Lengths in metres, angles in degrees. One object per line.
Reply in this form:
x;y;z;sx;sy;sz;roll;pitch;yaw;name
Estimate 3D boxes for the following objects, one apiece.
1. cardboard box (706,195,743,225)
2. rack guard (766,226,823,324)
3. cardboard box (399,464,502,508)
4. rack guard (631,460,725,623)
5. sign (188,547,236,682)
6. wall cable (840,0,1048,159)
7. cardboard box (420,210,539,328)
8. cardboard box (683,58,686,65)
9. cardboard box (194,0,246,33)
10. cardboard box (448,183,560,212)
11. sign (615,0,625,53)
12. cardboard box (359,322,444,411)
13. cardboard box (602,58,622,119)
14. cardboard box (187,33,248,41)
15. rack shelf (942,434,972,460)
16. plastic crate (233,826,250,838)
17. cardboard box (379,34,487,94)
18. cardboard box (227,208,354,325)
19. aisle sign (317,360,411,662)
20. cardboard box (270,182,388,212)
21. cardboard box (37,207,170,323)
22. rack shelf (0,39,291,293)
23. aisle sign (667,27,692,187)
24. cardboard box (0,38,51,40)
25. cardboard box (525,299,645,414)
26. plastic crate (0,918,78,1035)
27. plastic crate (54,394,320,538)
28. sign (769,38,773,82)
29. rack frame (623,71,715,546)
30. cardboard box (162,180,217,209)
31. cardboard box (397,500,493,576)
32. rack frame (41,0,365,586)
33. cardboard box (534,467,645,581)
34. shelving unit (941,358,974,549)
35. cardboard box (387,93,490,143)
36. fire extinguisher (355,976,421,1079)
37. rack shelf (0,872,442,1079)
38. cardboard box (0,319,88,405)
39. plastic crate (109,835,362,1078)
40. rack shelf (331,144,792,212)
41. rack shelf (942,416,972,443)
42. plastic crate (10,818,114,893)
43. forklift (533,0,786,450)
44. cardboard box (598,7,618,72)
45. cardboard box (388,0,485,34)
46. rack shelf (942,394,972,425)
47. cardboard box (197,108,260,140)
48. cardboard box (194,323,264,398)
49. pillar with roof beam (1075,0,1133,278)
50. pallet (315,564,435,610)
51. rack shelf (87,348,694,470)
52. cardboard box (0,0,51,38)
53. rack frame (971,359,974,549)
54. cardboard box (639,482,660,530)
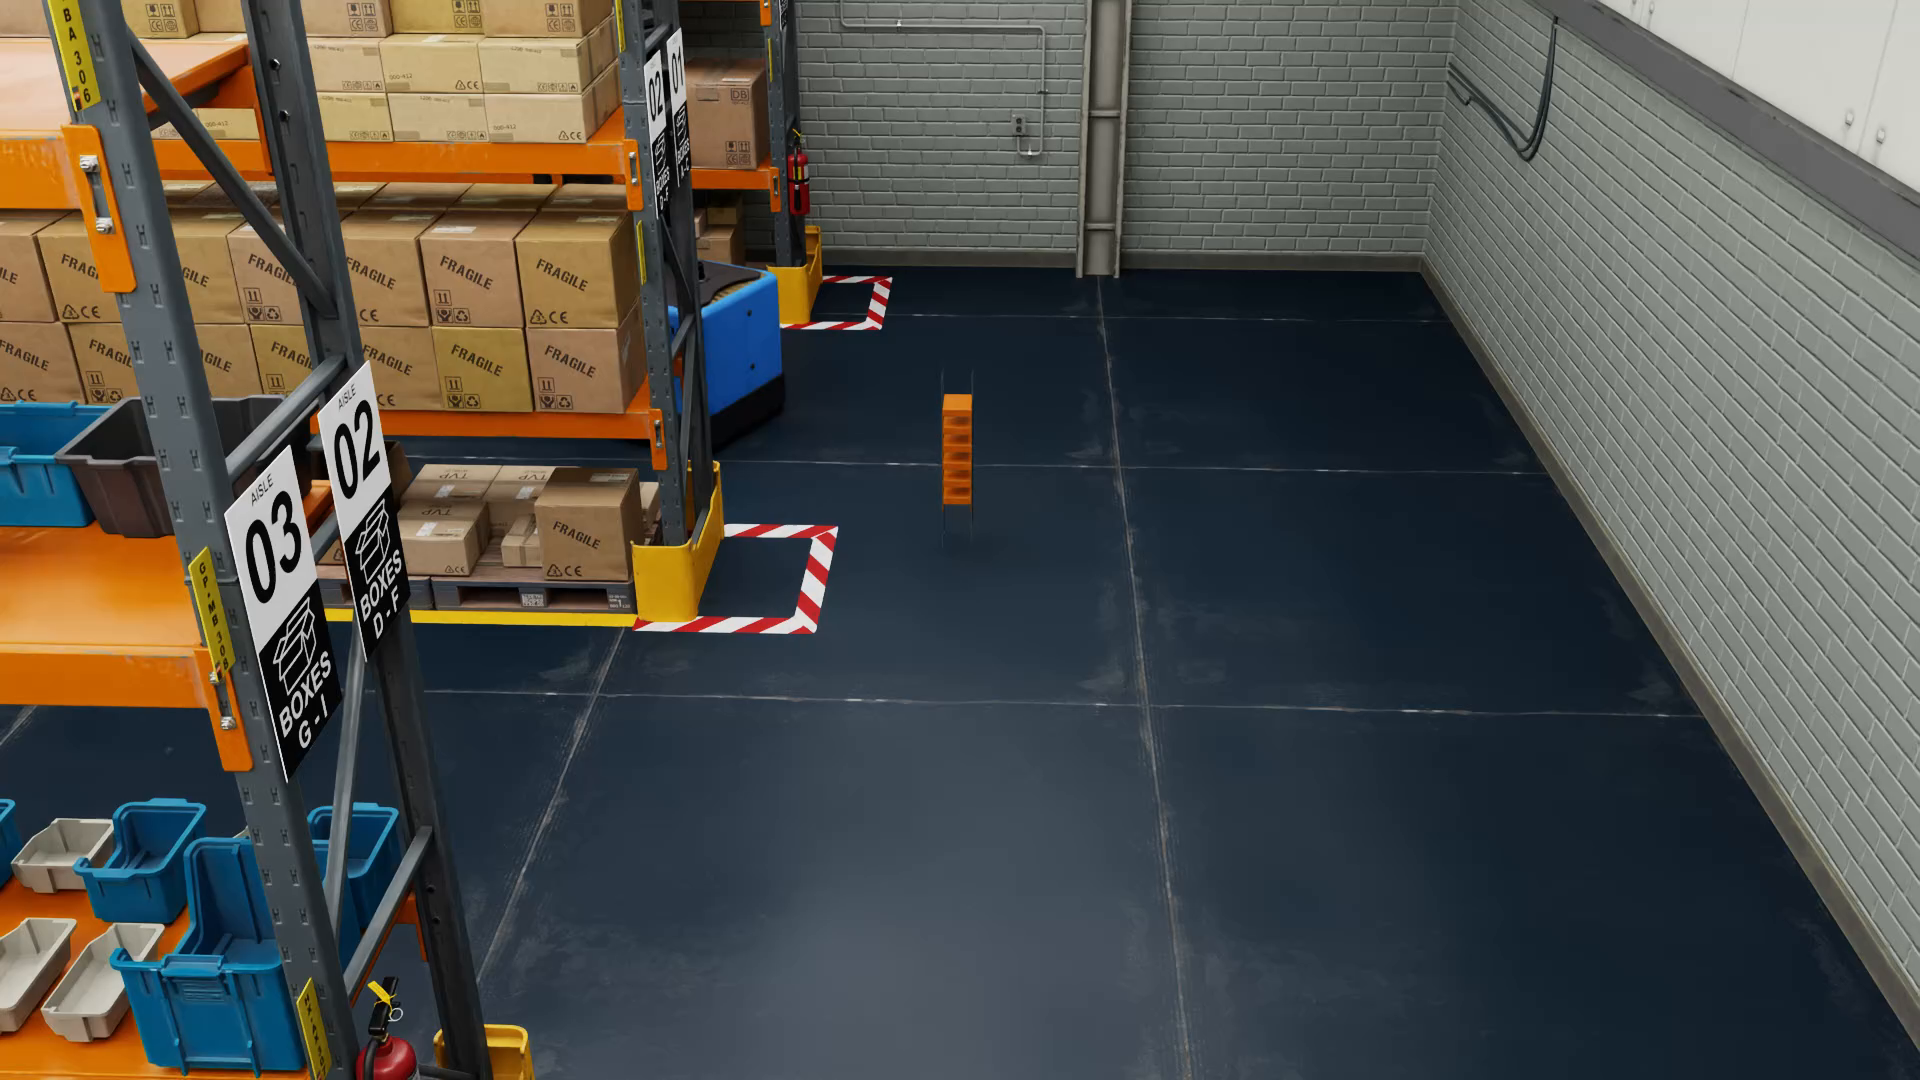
-2.033;-2.858;14.392;0.250;0.149;0.380;1;28;2;cardboard box
-1.438;-2.329;14.535;0.348;0.500;1.175;1;28;2;rack guard
-3.166;-0.253;10.416;0.500;0.250;0.500;1;28;2;cardboard box
-1.709;-0.012;10.164;0.348;0.500;1.175;1;28;2;rack guard
-1.815;0.182;4.038;0.005;0.325;0.100;1;28;2;sign
-0.149;-4.304;14.508;1.851;1.984;0.084;1;28;2;wall cable
-2.593;-1.488;9.105;0.500;0.500;0.500;2;28;3;cardboard box
-2.700;-3.577;13.900;0.700;0.700;0.980;1;28;1;cardboard box
-3.644;-2.985;8.727;0.500;0.500;0.700;1;28;2;cardboard box
-2.590;-1.737;9.575;0.500;0.500;0.500;1;28;2;cardboard box
-1.673;-2.572;8.177;0.005;0.325;0.100;1;28;2;sign
-3.107;-1.057;9.360;0.500;0.500;0.500;1;28;2;cardboard box
-2.138;-2.502;9.149;0.500;0.250;0.500;1;28;2;cardboard box
-3.655;-2.507;8.627;0.500;0.250;0.500;1;28;2;cardboard box
-0.014;-0.597;10.359;0.180;0.103;0.258;1;28;2;rack shelf
-2.365;1.091;5.632;0.298;0.136;0.250;1;28;2;plastic crate
-2.655;-2.492;8.598;0.500;0.250;0.500;1;28;2;cardboard box
-3.624;-1.502;9.133;0.500;0.500;0.500;2;28;3;cardboard box
-1.729;-0.083;4.854;0.004;0.787;0.394;1;28;2;aisle sign
-3.598;-1.755;9.610;0.500;0.500;0.500;1;28;1;cardboard box
-4.654;-1.519;9.164;0.500;0.500;0.500;0;28;0;cardboard box
-3.811;-0.986;4.122;4.000;0.370;1.077;1;28;2;rack shelf
-1.555;-2.400;9.224;0.004;0.787;0.394;1;28;2;aisle sign
-4.654;-2.529;8.668;0.500;0.250;0.500;1;28;2;cardboard box
-2.090;-1.039;9.326;0.500;0.500;0.500;2;28;3;cardboard box
-2.922;1.353;5.138;0.243;0.136;0.396;1;28;2;plastic crate
-2.187;-0.201;4.789;0.590;0.269;0.497;1;28;2;plastic crate
-1.495;-3.796;13.145;0.005;0.325;0.100;1;28;2;sign
-1.633;-1.115;9.576;0.127;3.000;1.000;1;28;2;rack frame
-4.604;-1.773;9.643;0.500;0.500;0.500;0;28;1;cardboard box
-3.134;-0.018;9.973;0.500;0.250;0.500;1;28;2;cardboard box
-1.812;-1.447;3.797;0.127;3.000;1.000;1;28;2;rack frame
-2.185;-0.099;9.858;0.500;0.500;0.500;1;28;2;cardboard box
-0.014;-0.530;10.395;0.189;1.200;0.258;1;28;2;shelving unit
-2.655;-2.273;8.717;0.500;0.250;0.500;1;28;2;cardboard box
-1.677;1.618;4.902;0.183;0.674;0.296;1;28;2;fire extinguisher
-3.811;1.488;5.433;4.000;0.370;1.077;1;28;2;rack shelf
-5.131;-1.089;9.421;0.500;0.500;0.500;2;28;3;cardboard box
-2.153;1.243;5.026;0.499;0.435;0.616;1;28;2;plastic crate
-3.461;-3.149;14.181;4.000;0.370;1.077;1;28;2;rack shelf
-0.014;-0.703;10.303;0.180;0.103;0.258;1;28;2;rack shelf
-3.042;1.080;5.653;0.298;0.136;0.250;1;28;2;plastic crate
-2.854;-2.407;12.087;3.031;2.935;1.130;14;31;24;forklift
-2.137;-2.725;9.037;0.500;0.250;0.500;1;28;2;cardboard box
-2.644;-2.975;8.708;0.500;0.500;0.700;1;28;2;cardboard box
-0.014;-0.809;10.247;0.180;0.103;0.258;1;28;2;rack shelf
-3.655;-2.290;8.751;0.500;0.250;0.500;1;28;2;cardboard box
-4.119;-1.073;9.390;0.500;0.500;0.500;1;28;2;cardboard box
1.115;-4.430;9.424;0.400;9.000;9.100;1;28;2;pillar with roof beam
-3.722;0.082;10.296;1.213;0.211;1.003;1;28;2;pallet
-3.632;-0.830;9.807;4.000;0.370;1.077;1;28;2;rack shelf
-4.649;-2.928;8.618;0.500;0.500;0.700;1;28;2;cardboard box
0.077;-0.529;10.392;0.006;1.200;0.240;1;28;2;rack frame
-2.040;-0.218;10.457;0.250;0.149;0.380;1;28;2;cardboard box
